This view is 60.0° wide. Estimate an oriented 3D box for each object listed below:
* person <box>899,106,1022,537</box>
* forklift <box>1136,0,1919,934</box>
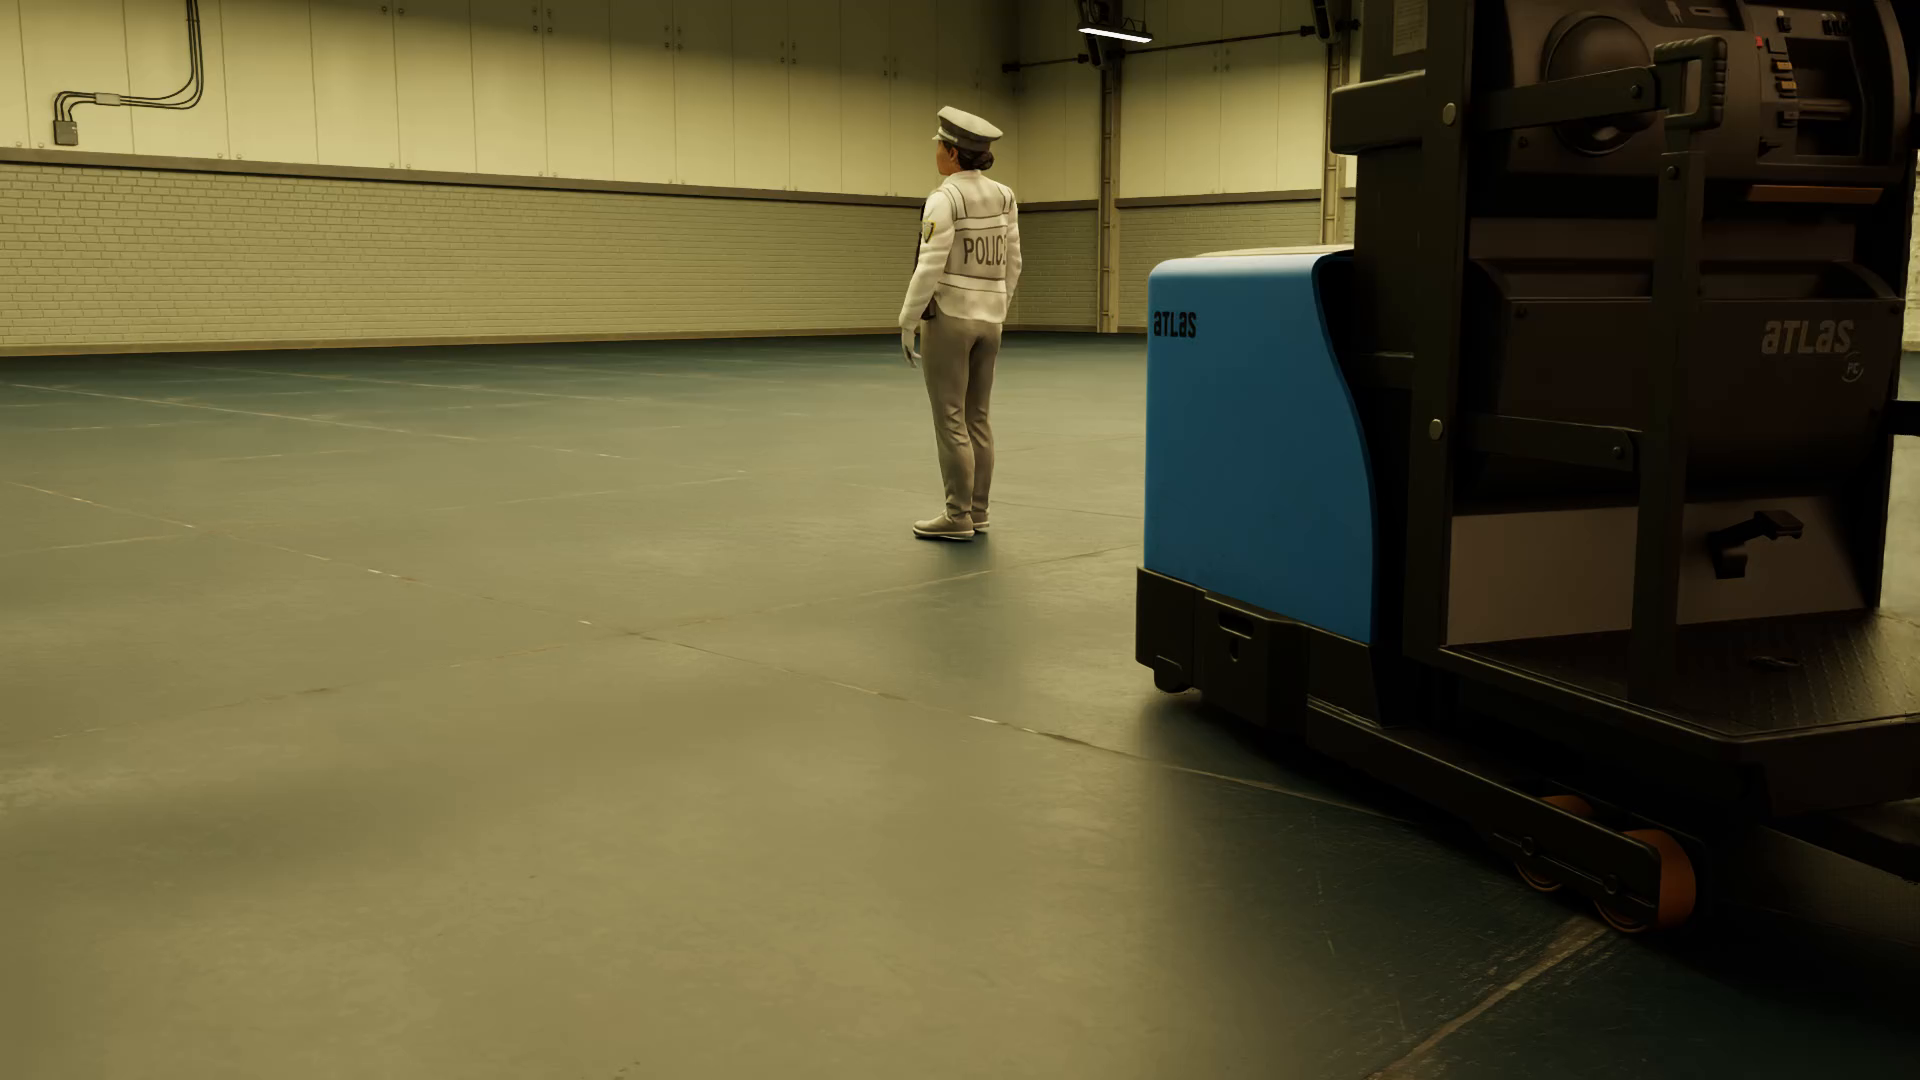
[{"bbox_3d":[-0.045,-0.853,6.642,0.531,1.695,0.588,8,12,43],"label":"person"},{"bbox_3d":[1.442,-0.900,2.849,1.130,2.935,3.031,-3,9,-21],"label":"forklift"}]
